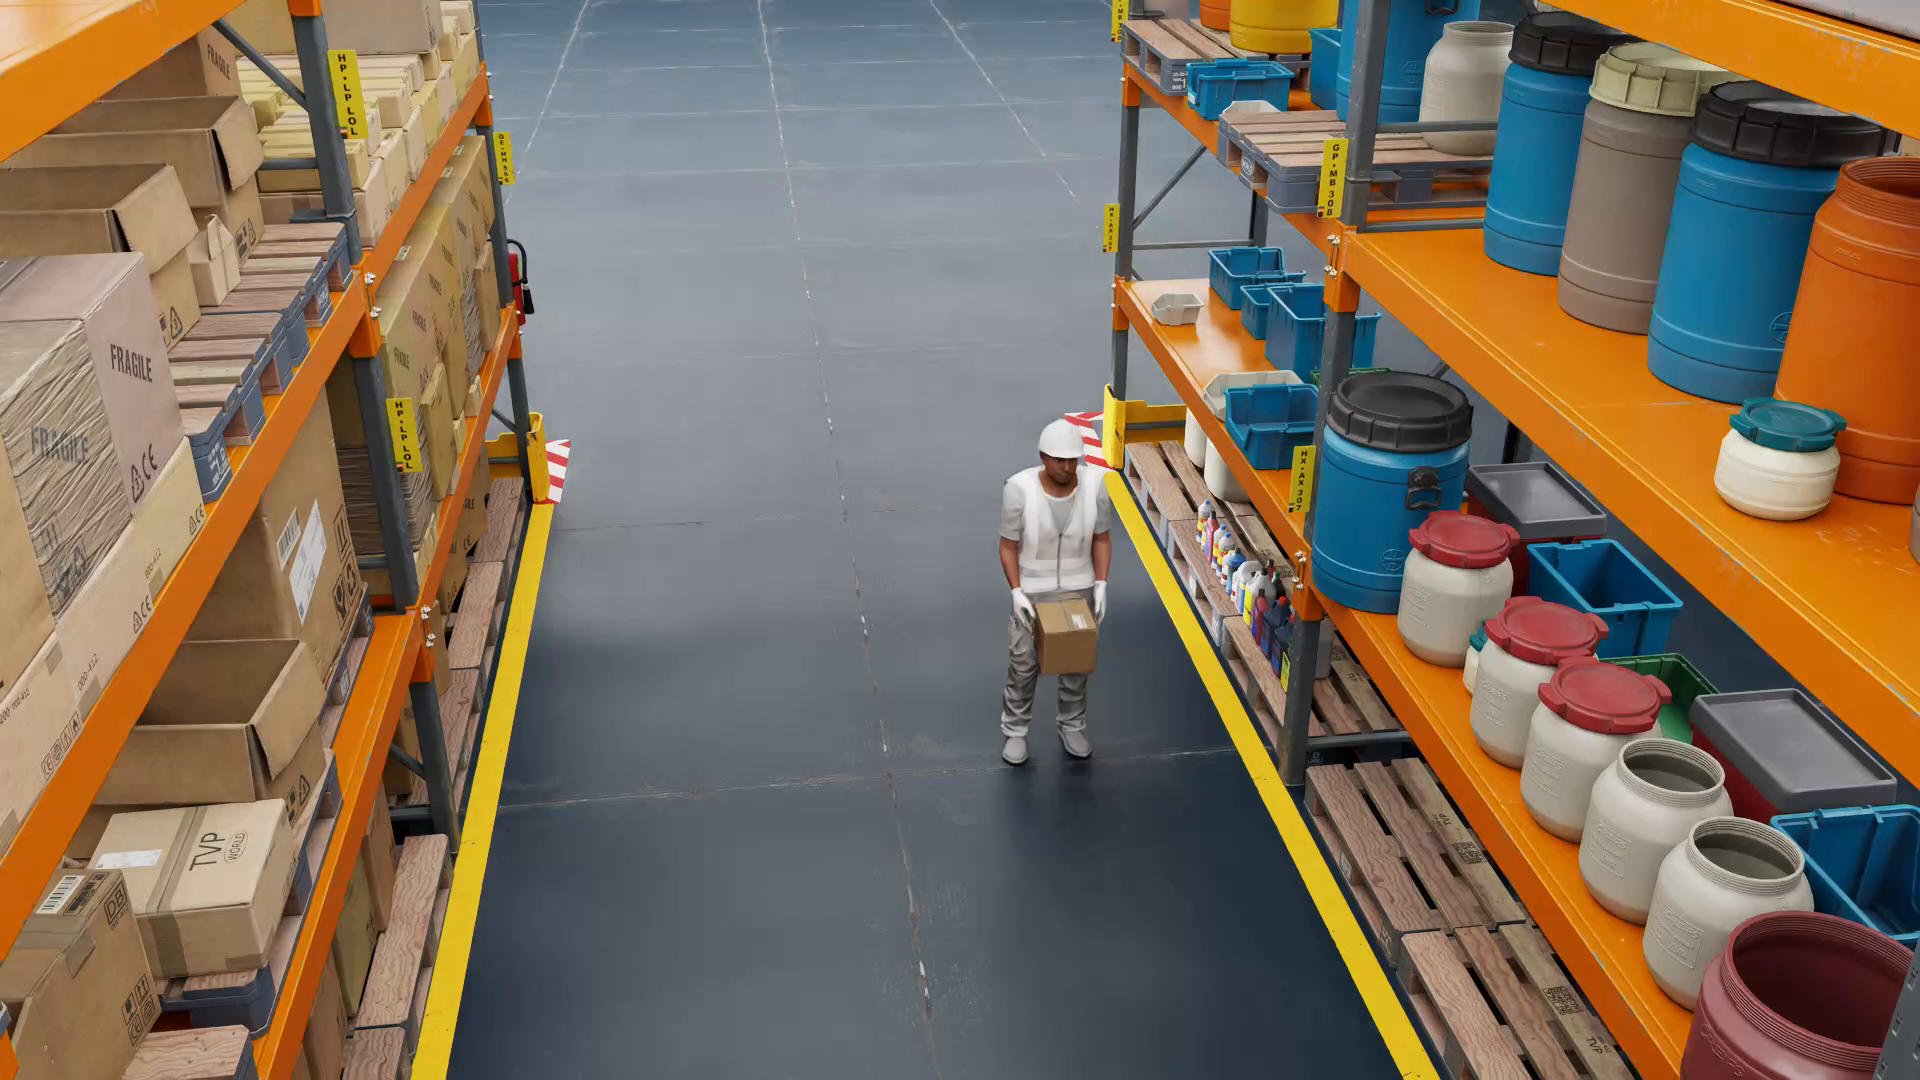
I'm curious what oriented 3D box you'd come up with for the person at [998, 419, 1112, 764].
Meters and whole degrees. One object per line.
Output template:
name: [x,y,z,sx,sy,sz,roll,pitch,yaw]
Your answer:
person: [0.464,0.253,8.095,0.558,1.784,0.456,-4,27,-8]
